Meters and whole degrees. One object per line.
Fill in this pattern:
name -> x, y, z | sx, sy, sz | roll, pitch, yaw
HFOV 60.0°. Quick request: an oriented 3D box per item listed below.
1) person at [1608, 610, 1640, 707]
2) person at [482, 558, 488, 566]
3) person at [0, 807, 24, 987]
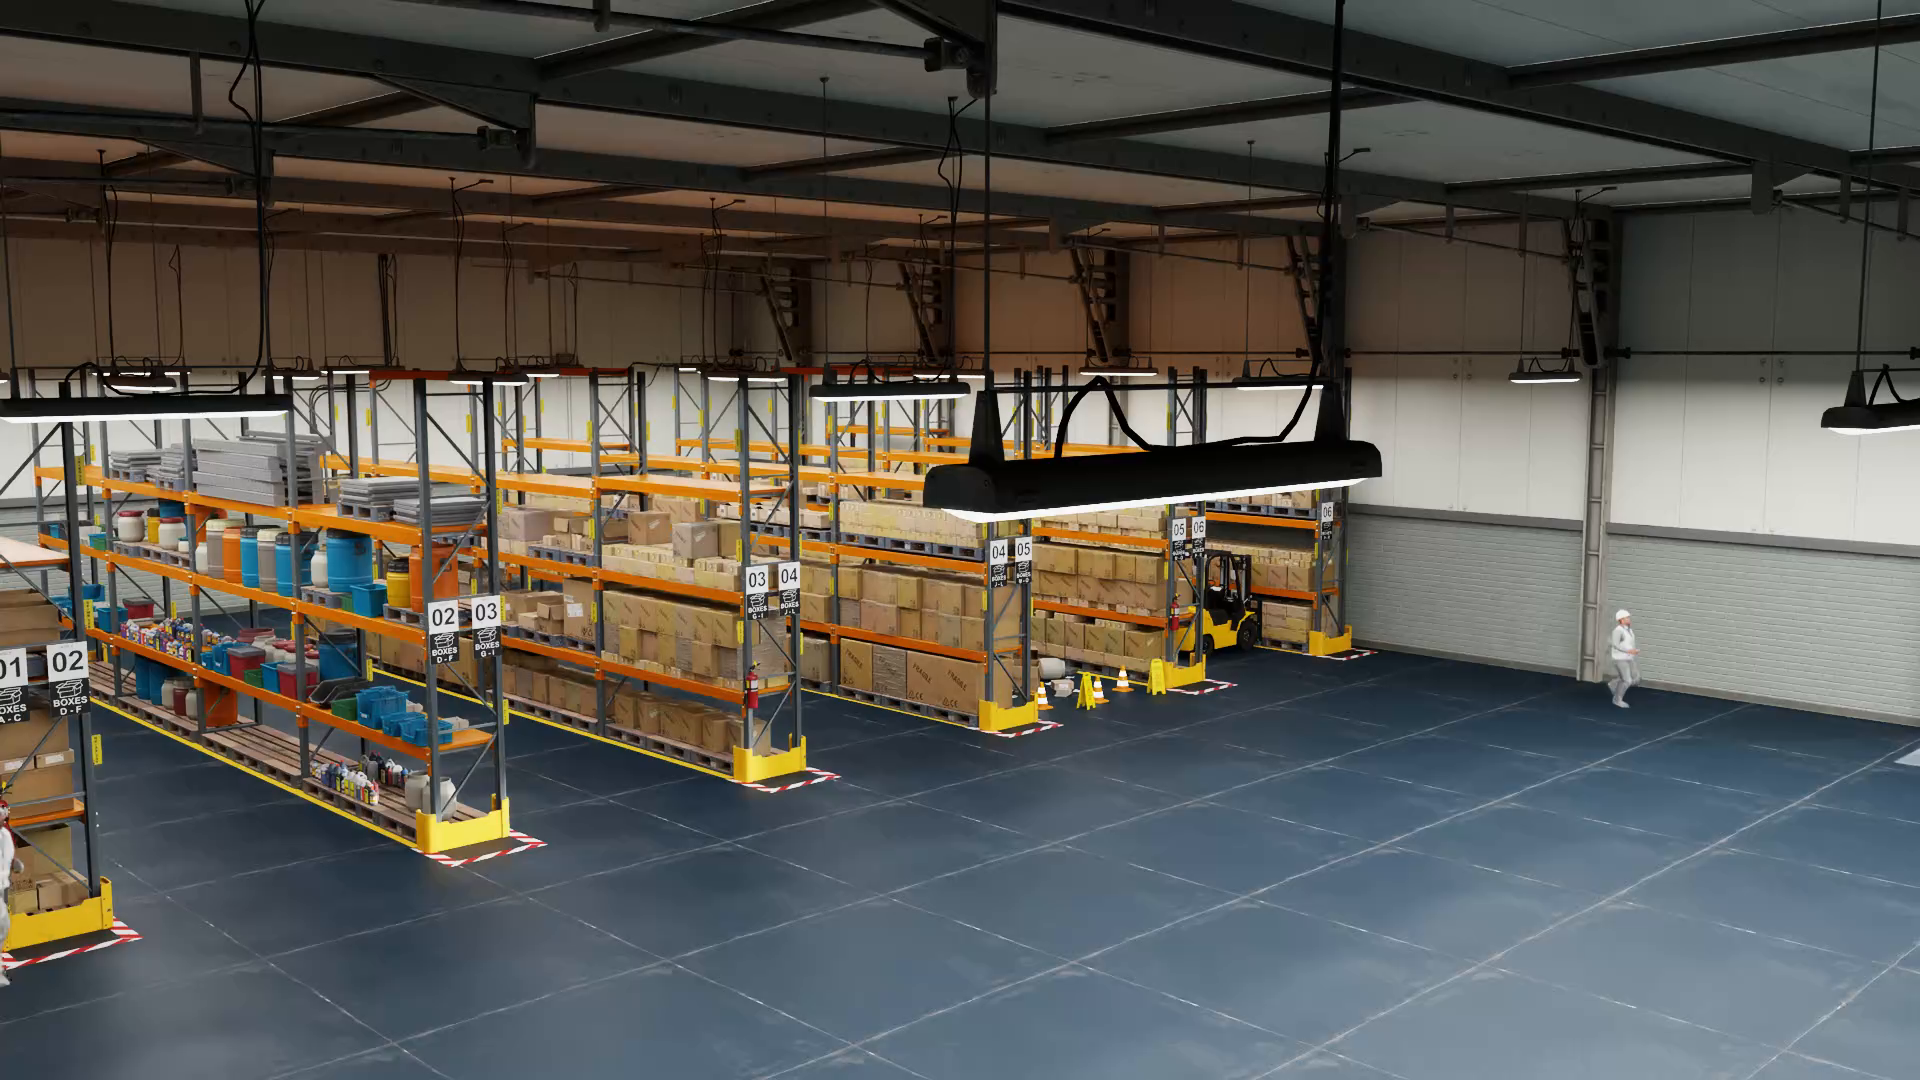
person -> 11.897, 2.115, 29.787 | 0.591, 1.737, 0.698 | 6, 9, 42
person -> -11.497, 1.021, 40.006 | 0.602, 1.597, 0.811 | 5, 8, 37
person -> -9.842, 3.568, 16.872 | 0.709, 1.816, 0.680 | 0, 6, -1
